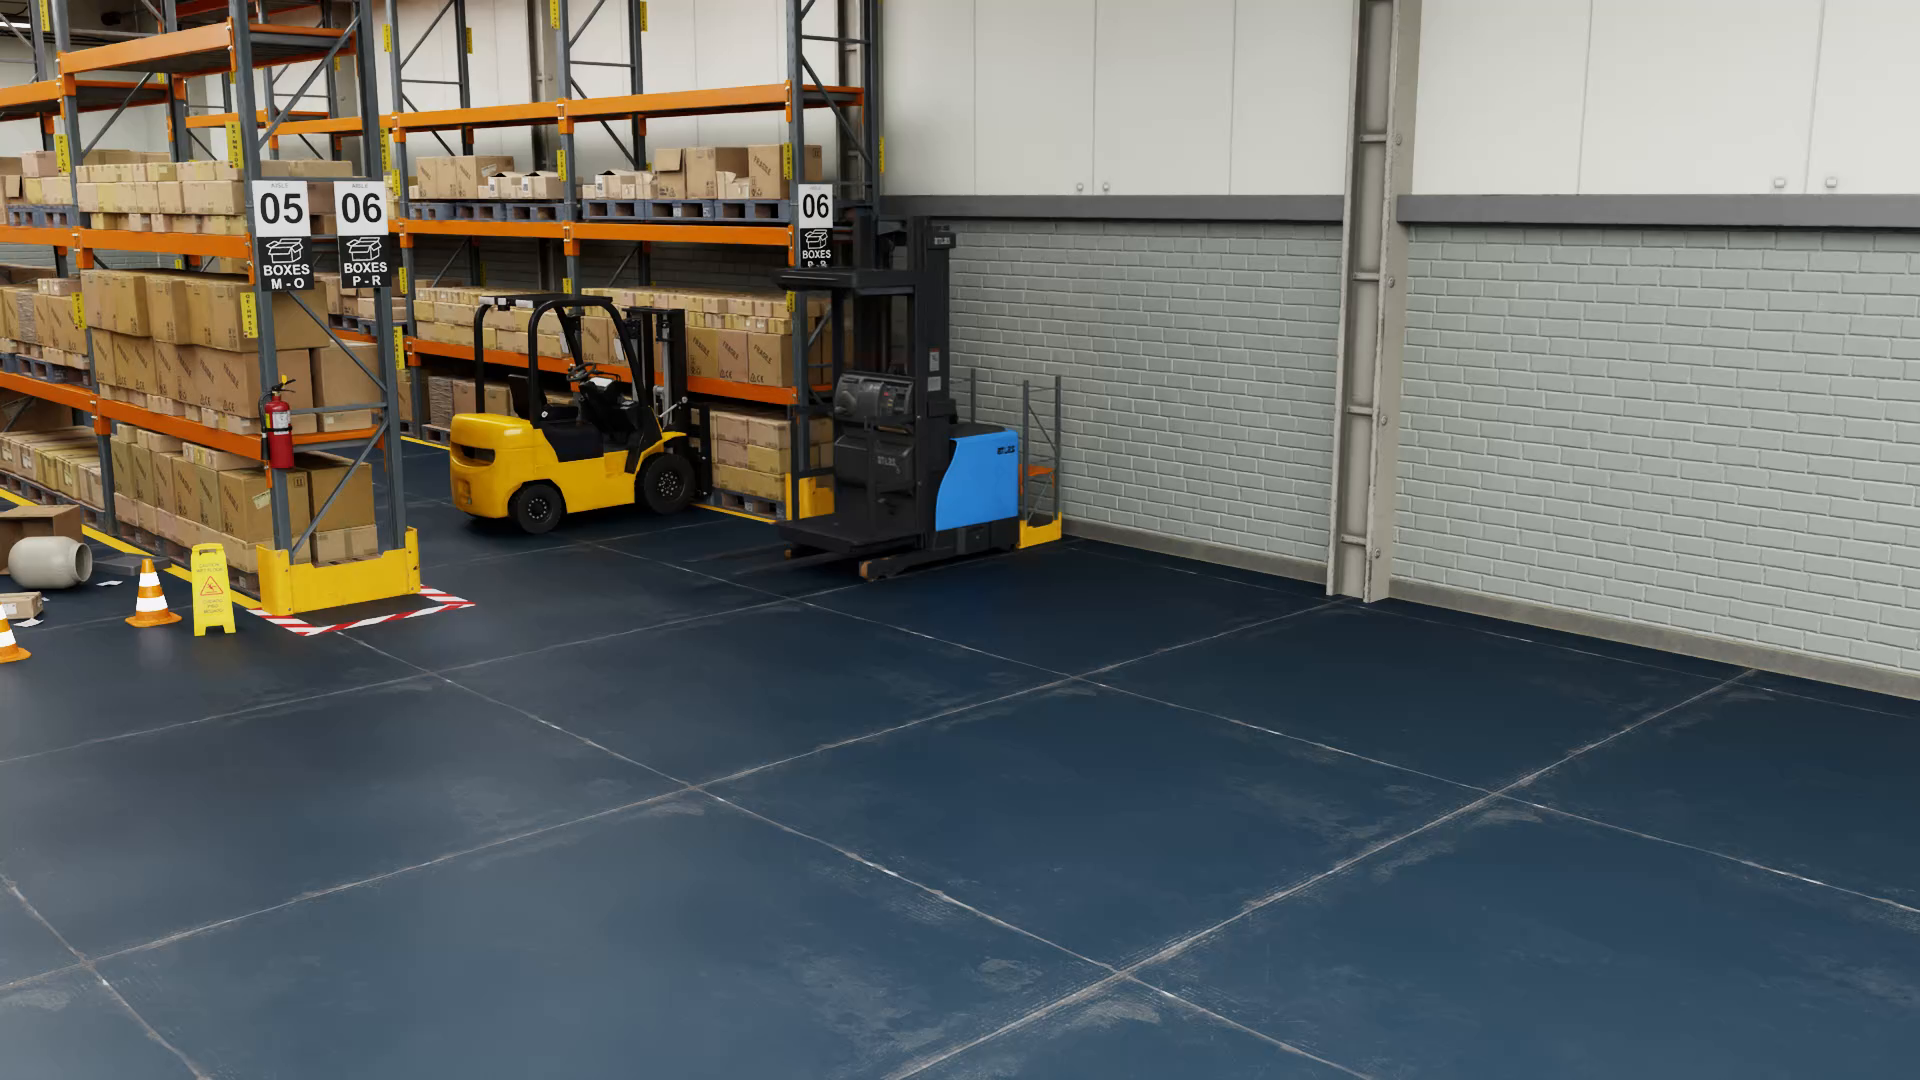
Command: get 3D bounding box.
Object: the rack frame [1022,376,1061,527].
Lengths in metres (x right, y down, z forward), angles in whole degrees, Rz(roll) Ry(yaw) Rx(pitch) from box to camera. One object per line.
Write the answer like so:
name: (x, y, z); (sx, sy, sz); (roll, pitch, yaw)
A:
rack frame: (0.733, -0.708, 14.970); (0.032, 1.500, 0.500); (10, 15, 41)

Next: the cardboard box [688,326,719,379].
cardboard box: (-2.407, -1.917, 16.873); (0.500, 0.500, 0.500); (-11, 16, -44)

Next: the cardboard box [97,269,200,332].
cardboard box: (-7.037, -2.085, 14.473); (0.700, 0.500, 0.500); (-11, 16, -42)

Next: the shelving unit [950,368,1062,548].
shelving unit: (0.346, -0.777, 15.307); (1.083, 1.500, 0.587); (10, 15, 41)

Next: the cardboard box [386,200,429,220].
cardboard box: (-7.226, -4.285, 21.554); (0.500, 0.250, 0.500); (11, 16, 43)

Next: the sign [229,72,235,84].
sign: (-11.805, -7.564, 26.955); (0.100, 0.325, 0.005); (-11, 16, -43)

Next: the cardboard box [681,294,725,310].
cardboard box: (-2.635, -2.439, 17.064); (0.380, 0.149, 0.250); (-11, 16, -42)

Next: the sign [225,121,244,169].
sign: (-5.174, -2.817, 11.862); (0.100, 0.325, 0.005); (-11, 16, -43)

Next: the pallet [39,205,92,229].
pallet: (-7.871, -3.055, 15.675); (1.213, 0.211, 1.003); (-11, 16, -43)

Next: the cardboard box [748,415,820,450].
cardboard box: (-1.715, -1.053, 16.225); (0.500, 0.250, 0.500); (-10, 15, -41)

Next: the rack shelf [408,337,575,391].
rack shelf: (-5.315, -2.204, 20.298); (1.077, 0.370, 4.000); (-11, 16, -43)

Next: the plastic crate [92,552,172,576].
plastic crate: (-7.030, 0.201, 14.077); (0.583, 0.080, 0.402); (6, 13, 26)

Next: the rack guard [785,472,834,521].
rack guard: (-1.155, -0.453, 16.211); (1.175, 0.500, 0.348); (-11, 16, -43)

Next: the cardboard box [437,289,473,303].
cardboard box: (-6.308, -3.055, 20.789); (0.380, 0.149, 0.250); (-10, 16, -41)

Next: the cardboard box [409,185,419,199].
cardboard box: (-6.675, -4.365, 20.859); (0.380, 0.166, 0.250); (-11, 16, -43)

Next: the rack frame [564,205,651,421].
rack frame: (-3.934, -2.265, 18.809); (1.000, 3.000, 0.127); (-11, 16, -43)

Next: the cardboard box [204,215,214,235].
cardboard box: (-5.562, -2.423, 12.767); (0.380, 0.149, 0.250); (-10, 15, -41)

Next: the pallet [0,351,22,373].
pallet: (-9.714, -1.973, 17.869); (1.213, 0.211, 1.003); (-11, 16, -43)

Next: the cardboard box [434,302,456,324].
cardboard box: (-6.222, -2.848, 20.772); (0.500, 0.250, 0.500); (-10, 15, -41)

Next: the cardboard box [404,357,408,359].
cardboard box: (-7.918, -2.494, 23.467); (0.250, 0.149, 0.380); (11, 16, 43)

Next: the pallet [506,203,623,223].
pallet: (-4.552, -3.767, 19.142); (1.217, 0.209, 0.805); (11, 16, 43)

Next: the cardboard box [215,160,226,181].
cardboard box: (-5.356, -2.777, 12.506); (0.380, 0.149, 0.250); (-11, 16, -42)

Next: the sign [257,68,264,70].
sign: (-9.864, -6.794, 23.415); (0.100, 0.325, 0.005); (-11, 16, -43)

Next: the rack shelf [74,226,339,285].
rack shelf: (-6.140, -2.397, 13.802); (1.077, 0.370, 4.000); (-11, 16, -43)

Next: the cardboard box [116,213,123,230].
cardboard box: (-7.092, -2.772, 14.461); (0.380, 0.149, 0.250); (-11, 16, -43)

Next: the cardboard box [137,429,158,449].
cardboard box: (-6.910, -0.891, 14.451); (0.380, 0.149, 0.250); (-10, 15, -40)

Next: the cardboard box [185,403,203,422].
cardboard box: (-6.106, -1.067, 13.620); (0.380, 0.149, 0.250); (-11, 16, -43)

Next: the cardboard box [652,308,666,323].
cardboard box: (-3.041, -2.357, 17.404); (0.250, 0.149, 0.380); (11, 16, 43)

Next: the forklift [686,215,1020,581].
forklift: (-0.878, -1.216, 13.891); (3.031, 2.935, 1.130); (-11, 16, -43)

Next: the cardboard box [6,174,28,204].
cardboard box: (-9.210, -3.457, 16.908); (0.797, 0.503, 0.637); (-11, 16, -43)

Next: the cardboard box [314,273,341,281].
cardboard box: (-8.929, -3.510, 23.563); (0.700, 0.500, 0.500); (-11, 16, -42)

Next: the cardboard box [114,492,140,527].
cardboard box: (-7.309, -0.308, 15.084); (0.500, 0.250, 0.500); (11, 16, 43)

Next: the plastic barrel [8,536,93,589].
plastic barrel: (-7.280, 0.183, 13.315); (0.512, 0.421, 0.421); (-1, 12, -4)

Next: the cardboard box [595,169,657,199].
cardboard box: (-3.536, -3.790, 17.709); (0.500, 0.311, 0.500); (-10, 16, -41)

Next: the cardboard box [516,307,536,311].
cardboard box: (-4.930, -2.748, 19.302); (0.250, 0.149, 0.380); (11, 16, 43)

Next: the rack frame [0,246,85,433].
rack frame: (-10.284, -2.156, 18.283); (1.000, 3.000, 0.127); (-11, 16, -43)

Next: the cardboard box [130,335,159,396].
cardboard box: (-6.718, -1.519, 14.205); (0.500, 0.500, 0.500); (-11, 16, -43)

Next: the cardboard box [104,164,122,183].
cardboard box: (-7.001, -3.102, 14.086); (0.380, 0.149, 0.250); (-11, 16, -43)

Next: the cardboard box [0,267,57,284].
cardboard box: (-10.447, -2.801, 18.686); (0.500, 0.500, 0.500); (11, 16, 43)

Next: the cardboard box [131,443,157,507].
cardboard box: (-6.931, -0.599, 14.637); (0.500, 0.500, 0.500); (-10, 15, -40)

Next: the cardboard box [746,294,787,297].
cardboard box: (-1.958, -2.425, 16.993); (0.380, 0.149, 0.250); (-10, 15, -41)

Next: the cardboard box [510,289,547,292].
cardboard box: (-5.352, -3.027, 20.654); (0.380, 0.149, 0.250); (-11, 16, -43)

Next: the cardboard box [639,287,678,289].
cardboard box: (-3.352, -2.730, 18.476); (0.250, 0.149, 0.380); (11, 16, 44)

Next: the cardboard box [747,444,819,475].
cardboard box: (-1.734, -0.812, 16.294); (0.500, 0.250, 0.500); (-11, 16, -43)

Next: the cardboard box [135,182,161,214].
cardboard box: (-6.366, -2.789, 13.556); (0.500, 0.250, 0.500); (-11, 16, -42)

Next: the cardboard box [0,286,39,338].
cardboard box: (-9.775, -2.384, 17.361); (0.500, 0.500, 0.500); (-10, 15, -40)

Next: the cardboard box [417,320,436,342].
cardboard box: (-6.567, -2.676, 21.178); (0.500, 0.250, 0.500); (-11, 16, -42)

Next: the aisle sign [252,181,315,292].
aisle sign: (-4.926, -2.213, 12.113); (0.394, 0.787, 0.004); (-11, 16, -43)

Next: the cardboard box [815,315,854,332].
cardboard box: (-1.218, -2.133, 16.316); (0.250, 0.149, 0.380); (11, 16, 44)

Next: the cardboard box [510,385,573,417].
cardboard box: (-4.833, -1.496, 19.923); (0.875, 0.625, 0.625); (-11, 16, -43)

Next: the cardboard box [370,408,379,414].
cardboard box: (-7.845, -2.012, 22.737); (0.500, 0.500, 0.500); (-10, 15, -40)

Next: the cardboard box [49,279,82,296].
cardboard box: (-8.489, -2.425, 15.955); (0.250, 0.149, 0.380); (11, 16, 43)

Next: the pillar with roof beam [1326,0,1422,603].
pillar with roof beam: (0.029, -3.371, 9.311); (9.100, 9.000, 0.400); (-11, 16, -43)
